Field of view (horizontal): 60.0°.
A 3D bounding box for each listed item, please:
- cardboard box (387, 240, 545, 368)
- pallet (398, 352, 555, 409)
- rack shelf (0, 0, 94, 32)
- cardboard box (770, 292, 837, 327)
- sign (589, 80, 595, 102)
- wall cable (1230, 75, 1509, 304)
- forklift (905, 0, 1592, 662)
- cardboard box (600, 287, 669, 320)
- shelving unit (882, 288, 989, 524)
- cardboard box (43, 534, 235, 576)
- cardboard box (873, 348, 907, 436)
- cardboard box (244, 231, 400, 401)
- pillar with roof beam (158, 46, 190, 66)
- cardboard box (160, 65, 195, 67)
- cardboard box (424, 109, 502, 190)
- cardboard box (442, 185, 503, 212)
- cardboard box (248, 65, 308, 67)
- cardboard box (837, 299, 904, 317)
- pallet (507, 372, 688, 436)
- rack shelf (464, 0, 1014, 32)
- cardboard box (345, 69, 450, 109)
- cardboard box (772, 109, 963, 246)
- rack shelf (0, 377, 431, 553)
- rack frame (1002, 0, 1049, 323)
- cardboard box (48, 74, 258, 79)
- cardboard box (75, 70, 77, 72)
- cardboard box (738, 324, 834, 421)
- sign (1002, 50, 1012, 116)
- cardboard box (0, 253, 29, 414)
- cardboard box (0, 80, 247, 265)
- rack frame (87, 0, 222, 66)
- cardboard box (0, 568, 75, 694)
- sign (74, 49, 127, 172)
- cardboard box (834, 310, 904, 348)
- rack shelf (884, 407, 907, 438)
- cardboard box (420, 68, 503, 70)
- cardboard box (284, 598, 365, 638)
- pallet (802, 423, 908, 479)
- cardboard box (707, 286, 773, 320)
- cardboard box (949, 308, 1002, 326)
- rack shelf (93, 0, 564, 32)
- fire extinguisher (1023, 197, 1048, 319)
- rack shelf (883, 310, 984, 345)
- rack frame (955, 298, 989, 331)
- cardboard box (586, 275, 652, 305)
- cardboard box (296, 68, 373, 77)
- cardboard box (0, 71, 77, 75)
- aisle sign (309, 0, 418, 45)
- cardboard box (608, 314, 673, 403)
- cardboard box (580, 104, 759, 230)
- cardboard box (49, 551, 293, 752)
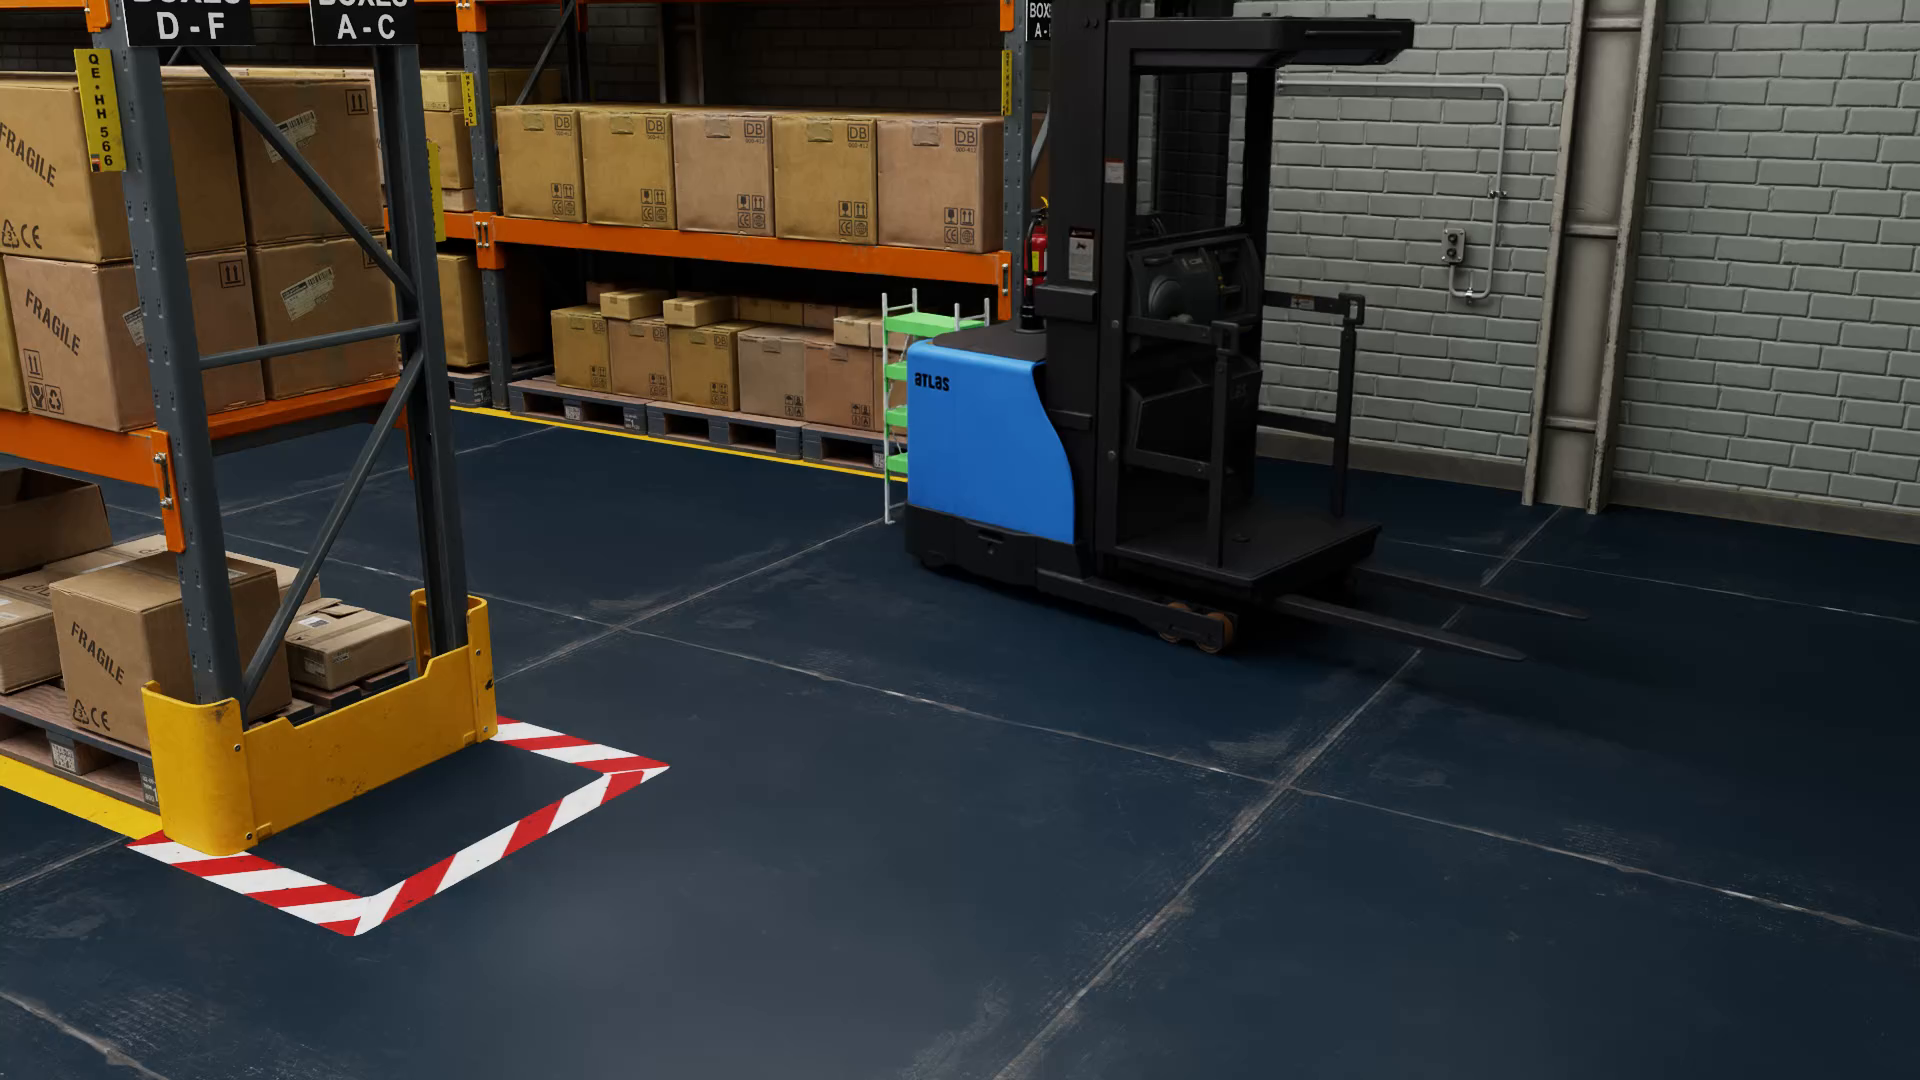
[{"bbox_3d":[-3.490,-1.681,11.731,0.750,0.750,0.750,10,20,31],"label":"cardboard box"},{"bbox_3d":[-3.565,-1.207,11.990,1.213,0.211,1.003,10,20,30],"label":"pallet"},{"bbox_3d":[-7.981,-4.446,13.933,4.000,0.370,1.077,10,20,30],"label":"rack shelf"},{"bbox_3d":[-0.978,-1.454,10.468,0.250,0.149,0.380,10,20,31],"label":"cardboard box"},{"bbox_3d":[-2.579,-3.032,11.576,0.005,0.325,0.100,10,20,30],"label":"sign"},{"bbox_3d":[2.127,-2.359,9.240,1.851,1.984,0.084,10,20,30],"label":"wall cable"},{"bbox_3d":[1.170,-1.109,6.989,3.031,2.935,1.130,15,22,40],"label":"forklift"},{"bbox_3d":[-2.088,-1.521,10.690,0.250,0.149,0.380,11,20,32],"label":"cardboard box"},{"bbox_3d":[-0.123,-0.637,8.412,0.503,1.200,0.258,15,22,40],"label":"shelving unit"},{"bbox_3d":[-3.216,0.194,6.556,0.500,0.250,0.500,10,20,30],"label":"cardboard box"},{"bbox_3d":[-0.108,-0.920,9.828,0.500,0.500,0.700,10,20,30],"label":"cardboard box"},{"bbox_3d":[-2.289,-0.787,5.639,0.500,0.500,0.500,11,20,31],"label":"cardboard box"},{"bbox_3d":[-9.184,-5.267,10.237,0.400,9.000,9.100,10,20,30],"label":"pillar with roof beam"},{"bbox_3d":[-6.000,-3.472,12.642,0.500,0.250,0.500,11,20,31],"label":"cardboard box"},{"bbox_3d":[-3.393,-2.650,11.225,0.500,0.500,0.500,10,19,29],"label":"cardboard box"},{"bbox_3d":[-3.304,-2.313,11.232,0.250,0.149,0.380,10,20,31],"label":"cardboard box"},{"bbox_3d":[-5.315,-3.525,12.816,0.500,0.250,0.500,9,19,28],"label":"cardboard box"},{"bbox_3d":[-0.542,-1.376,10.213,0.250,0.149,0.380,10,20,31],"label":"cardboard box"},{"bbox_3d":[-2.261,-0.973,11.221,1.213,0.211,1.003,10,20,30],"label":"pallet"},{"bbox_3d":[-1.164,-3.229,9.927,4.000,0.370,1.077,10,20,30],"label":"rack shelf"},{"bbox_3d":[-3.830,-3.089,11.380,0.500,0.250,0.500,11,20,31],"label":"cardboard box"},{"bbox_3d":[-0.525,-2.160,9.816,0.700,0.700,0.980,10,20,30],"label":"cardboard box"},{"bbox_3d":[-3.753,-0.566,6.323,4.000,0.370,1.077,10,20,30],"label":"rack shelf"},{"bbox_3d":[0.541,-1.834,9.257,0.127,3.000,1.000,10,20,30],"label":"rack frame"},{"bbox_3d":[-2.738,-1.343,5.749,0.500,0.500,0.500,10,20,31],"label":"cardboard box"},{"bbox_3d":[-6.868,-3.710,13.388,0.250,0.149,0.380,7,18,21],"label":"cardboard box"},{"bbox_3d":[-0.964,-1.073,10.330,0.500,0.500,0.700,9,19,28],"label":"cardboard box"},{"bbox_3d":[0.245,-2.369,8.619,0.005,0.325,0.100,10,20,30],"label":"sign"},{"bbox_3d":[-3.017,-0.733,5.461,0.500,0.500,0.500,10,20,31],"label":"cardboard box"},{"bbox_3d":[-2.572,-1.132,5.055,0.500,0.500,0.500,10,20,30],"label":"cardboard box"},{"bbox_3d":[-6.276,-3.051,13.263,0.127,3.000,1.000,10,20,30],"label":"rack frame"},{"bbox_3d":[-3.435,0.325,6.124,0.500,0.250,0.500,10,20,30],"label":"cardboard box"},{"bbox_3d":[-2.356,-1.177,4.560,0.005,0.325,0.100,10,20,30],"label":"sign"},{"bbox_3d":[-0.531,-1.244,9.777,0.250,0.149,0.380,11,20,32],"label":"cardboard box"},{"bbox_3d":[-0.123,-0.575,8.431,0.480,0.148,0.258,15,22,40],"label":"rack shelf"},{"bbox_3d":[-3.573,-3.213,11.790,0.500,0.250,0.500,10,20,31],"label":"cardboard box"},{"bbox_3d":[-2.439,0.352,6.179,0.250,0.166,0.380,10,20,30],"label":"cardboard box"},{"bbox_3d":[-0.182,-0.602,9.999,1.213,0.211,1.003,10,20,30],"label":"pallet"},{"bbox_3d":[-1.414,-1.531,10.724,0.250,0.149,0.380,10,20,31],"label":"cardboard box"},{"bbox_3d":[0.103,-1.261,9.835,0.250,0.149,0.380,10,20,30],"label":"cardboard box"},{"bbox_3d":[-4.572,-3.837,11.930,4.000,0.370,1.077,10,20,30],"label":"rack shelf"},{"bbox_3d":[0.428,-1.481,8.871,0.183,0.674,0.296,10,20,30],"label":"fire extinguisher"},{"bbox_3d":[-0.123,-1.035,8.291,0.480,0.148,0.258,15,22,40],"label":"rack shelf"},{"bbox_3d":[0.059,-0.589,8.257,0.015,1.200,0.240,15,22,40],"label":"rack frame"},{"bbox_3d":[-2.304,-1.690,11.245,0.250,0.149,0.380,10,20,30],"label":"cardboard box"},{"bbox_3d":[-4.265,-3.166,11.635,0.500,0.250,0.500,11,20,31],"label":"cardboard box"},{"bbox_3d":[-3.595,-1.497,6.258,0.500,0.500,0.500,10,20,30],"label":"cardboard box"},{"bbox_3d":[-1.837,-1.913,5.044,0.004,0.787,0.394,10,20,30],"label":"aisle sign"},{"bbox_3d":[-1.858,-1.231,10.850,0.500,0.500,0.700,10,20,30],"label":"cardboard box"},{"bbox_3d":[-1.795,-2.387,10.562,0.700,0.700,0.980,10,19,29],"label":"cardboard box"},{"bbox_3d":[-2.641,0.357,5.587,0.500,0.500,0.500,10,20,30],"label":"cardboard box"}]
